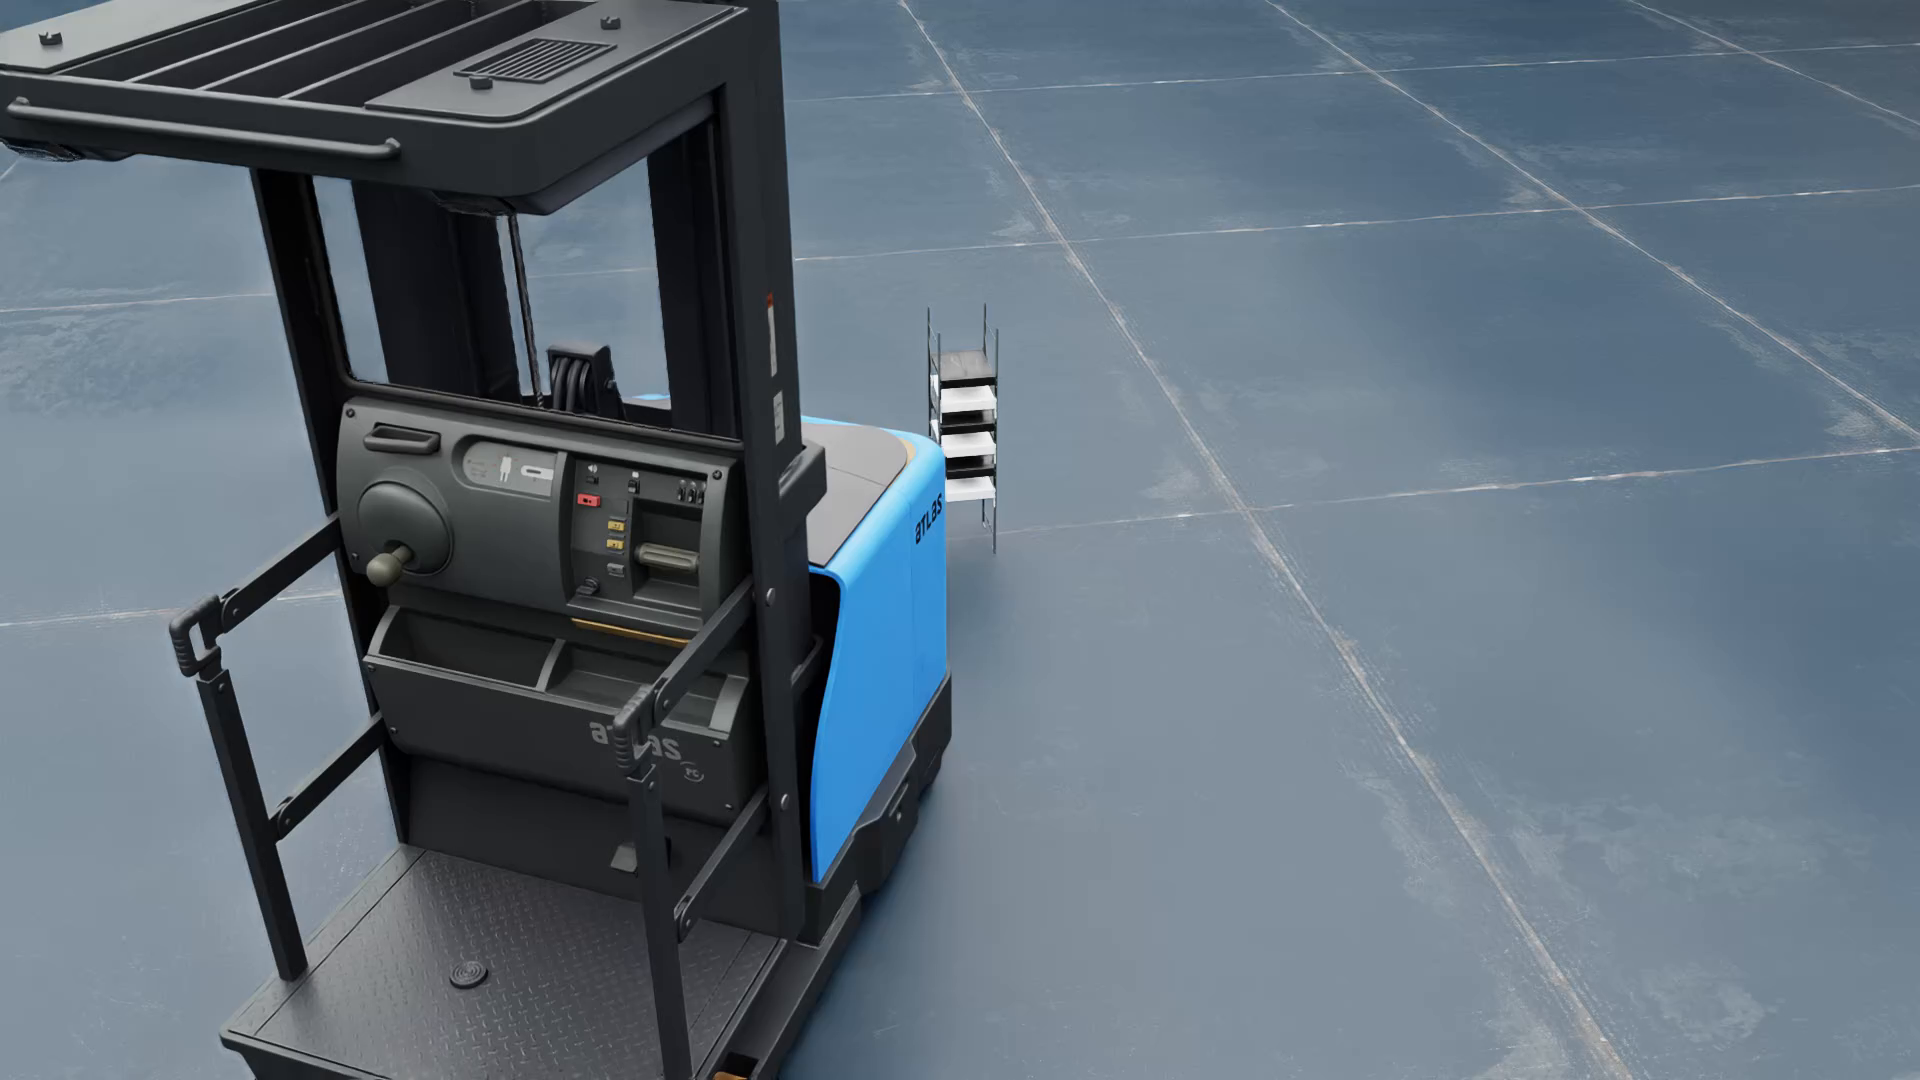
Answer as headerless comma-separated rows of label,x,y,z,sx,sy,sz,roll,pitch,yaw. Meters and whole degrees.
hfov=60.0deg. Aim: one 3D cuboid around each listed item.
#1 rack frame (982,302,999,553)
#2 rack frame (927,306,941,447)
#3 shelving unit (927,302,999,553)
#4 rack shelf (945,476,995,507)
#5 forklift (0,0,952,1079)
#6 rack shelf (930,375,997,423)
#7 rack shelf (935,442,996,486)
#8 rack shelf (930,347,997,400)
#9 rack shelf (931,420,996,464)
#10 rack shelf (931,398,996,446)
rack frame,0.108,-0.398,6.039,0.006,0.900,0.240,-5,31,-9
rack frame,-0.092,-0.379,6.007,0.006,0.900,0.240,-5,31,-9
shelving unit,0.008,-0.389,6.023,0.210,0.900,0.258,-5,31,-9
rack shelf,0.008,-0.205,6.131,0.200,0.077,0.258,-5,31,-9
forklift,-0.984,0.000,3.358,1.130,2.935,3.031,10,32,16
rack shelf,0.008,-0.515,5.949,0.200,0.077,0.258,-5,31,-9
rack shelf,0.008,-0.282,6.086,0.200,0.077,0.258,-5,31,-9
rack shelf,0.008,-0.593,5.903,0.200,0.077,0.258,-5,31,-9
rack shelf,0.008,-0.360,6.040,0.200,0.077,0.258,-5,31,-9
rack shelf,0.008,-0.437,5.994,0.200,0.077,0.258,-5,31,-9
